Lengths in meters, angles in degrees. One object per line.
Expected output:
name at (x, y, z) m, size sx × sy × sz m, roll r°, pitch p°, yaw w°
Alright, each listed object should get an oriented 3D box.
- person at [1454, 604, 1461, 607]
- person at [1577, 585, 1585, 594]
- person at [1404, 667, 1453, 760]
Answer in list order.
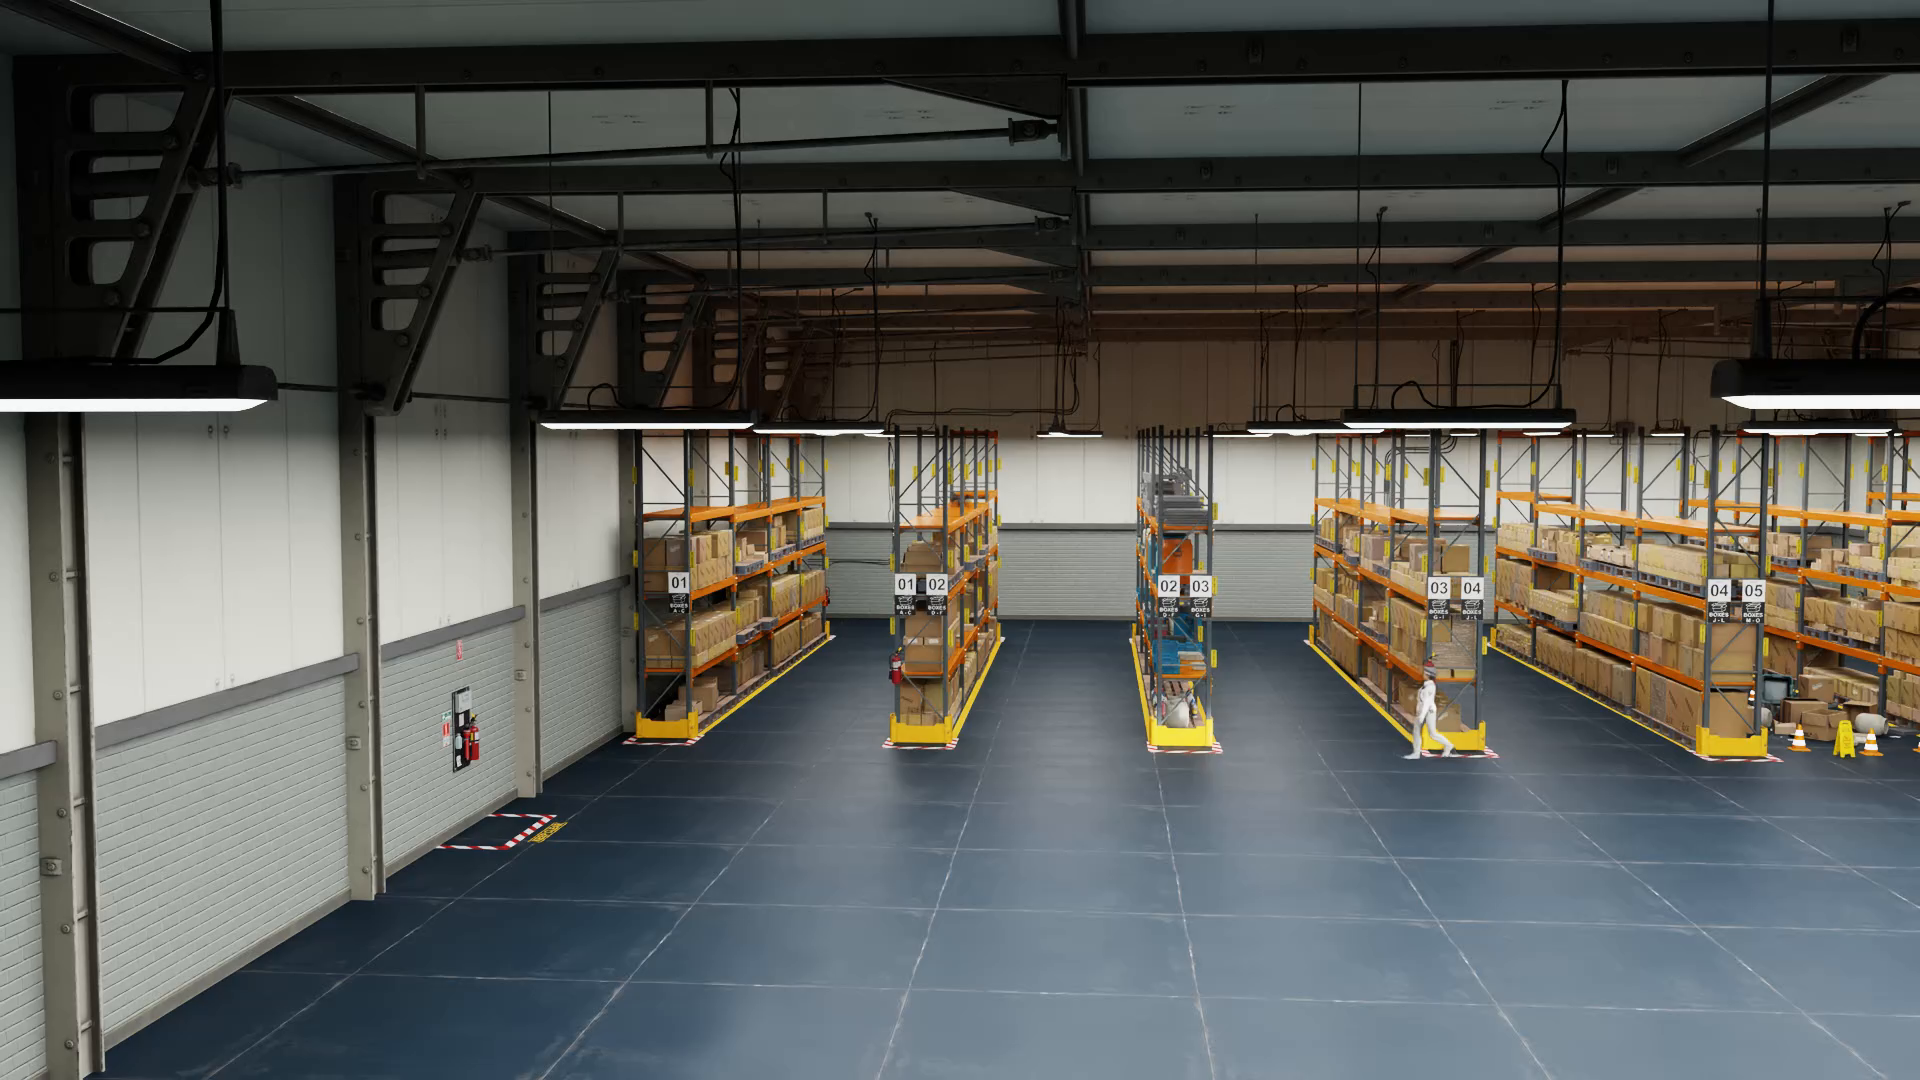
person at (13.038, 2.257, 43.751) m, size 0.495 × 1.812 × 0.882 m, roll 0°, pitch 3°, yaw 5°
person at (17.030, 2.095, 45.750) m, size 0.416 × 1.774 × 0.581 m, roll 1°, pitch 4°, yaw 22°
person at (8.381, 3.103, 29.815) m, size 0.833 × 1.648 × 0.419 m, roll -1°, pitch 4°, yaw -18°
